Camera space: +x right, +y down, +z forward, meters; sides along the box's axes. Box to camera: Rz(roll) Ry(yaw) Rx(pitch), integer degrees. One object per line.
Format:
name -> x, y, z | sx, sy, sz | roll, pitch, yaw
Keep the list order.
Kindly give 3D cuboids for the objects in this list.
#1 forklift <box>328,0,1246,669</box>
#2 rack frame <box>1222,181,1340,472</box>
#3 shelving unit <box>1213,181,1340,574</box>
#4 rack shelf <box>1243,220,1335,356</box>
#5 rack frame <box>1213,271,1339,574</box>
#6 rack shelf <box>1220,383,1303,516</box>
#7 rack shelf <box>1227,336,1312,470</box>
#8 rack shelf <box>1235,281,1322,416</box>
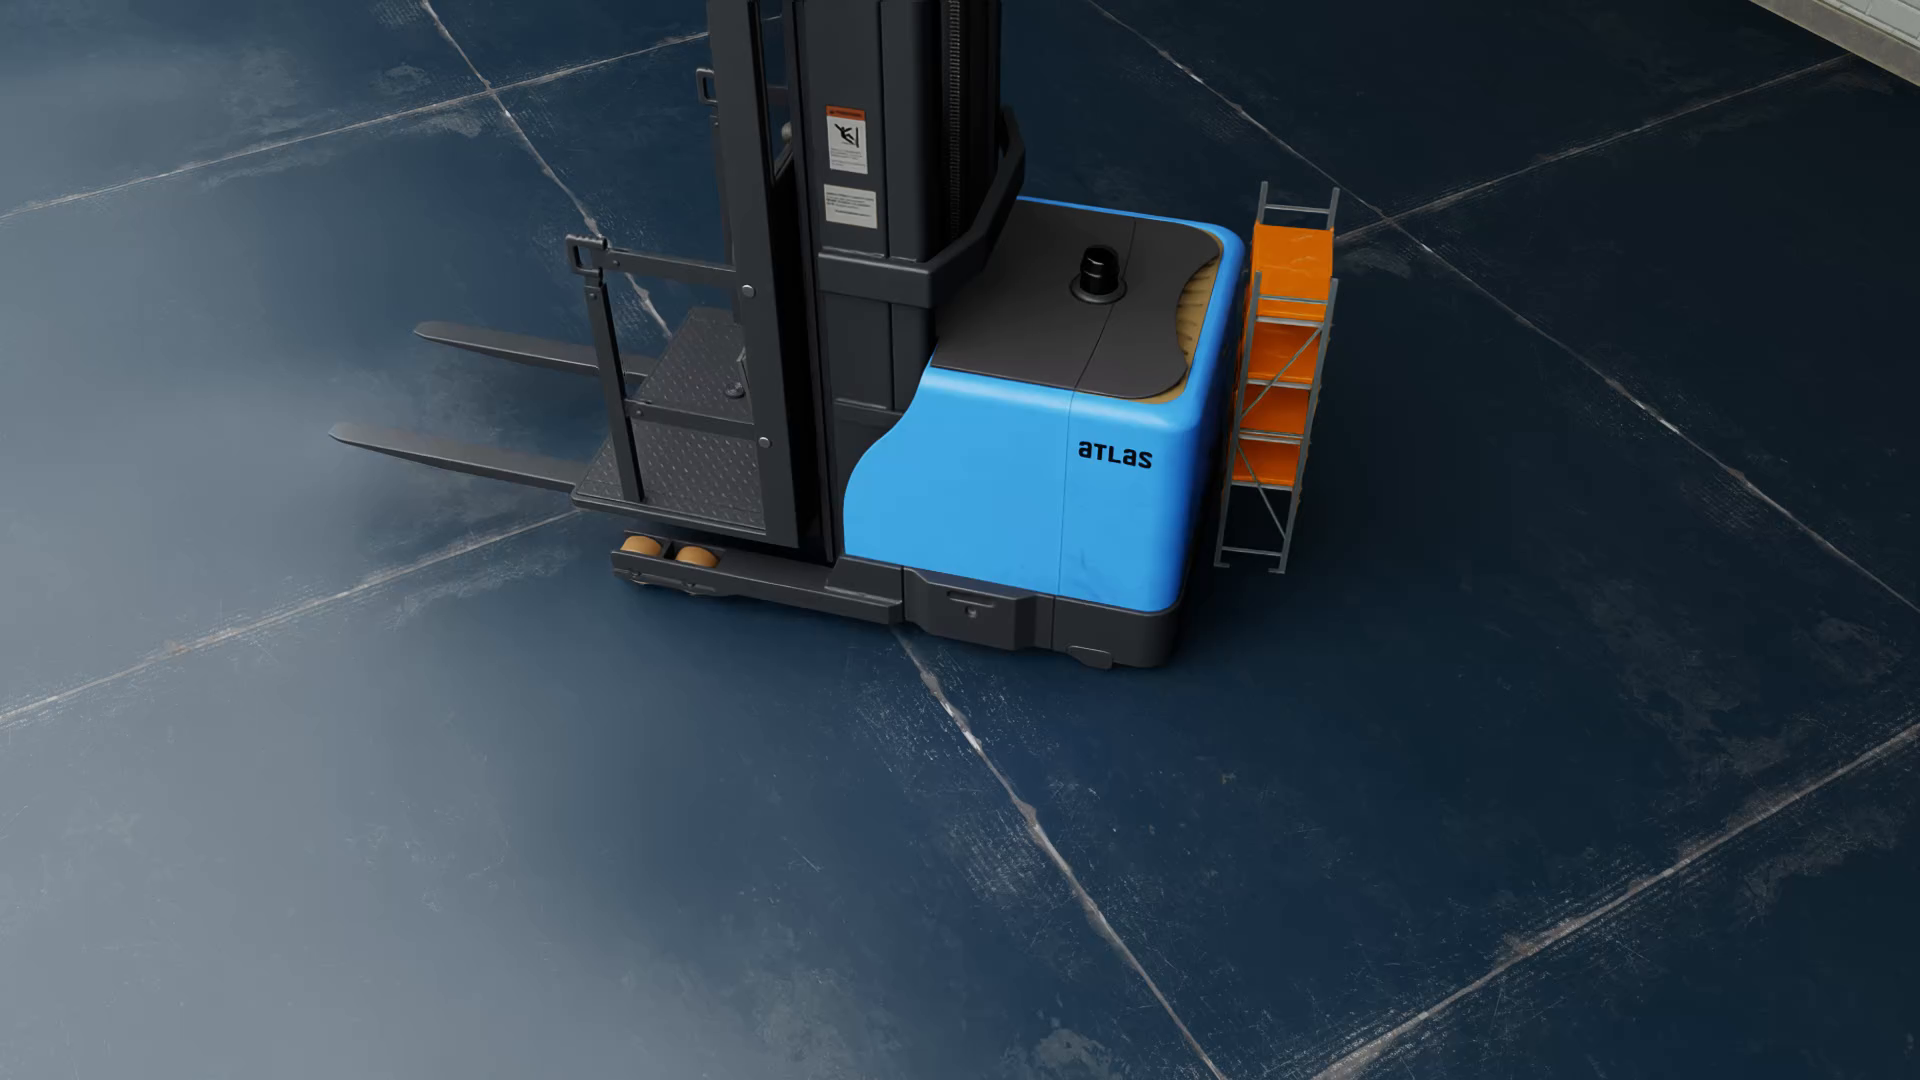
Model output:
forklift -> -0.666, -1.211, 4.893 | 3.031, 2.935, 1.130 | 11, 45, 11
rack frame -> 1.061, -0.669, 5.576 | 0.240, 1.200, 0.015 | 7, 45, 7
shelving unit -> 1.019, -0.501, 5.404 | 0.258, 1.200, 0.503 | 7, 45, 7
rack shelf -> 1.017, -0.783, 5.130 | 0.258, 0.148, 0.480 | 7, 45, 7
rack frame -> 0.978, -0.334, 5.231 | 0.240, 1.200, 0.015 | 7, 45, 7
rack shelf -> 1.021, -0.310, 5.589 | 0.258, 0.148, 0.480 | 7, 45, 7
rack shelf -> 1.020, -0.453, 5.450 | 0.258, 0.148, 0.480 | 7, 45, 7
rack shelf -> 1.019, -0.613, 5.295 | 0.258, 0.148, 0.480 | 7, 45, 7
